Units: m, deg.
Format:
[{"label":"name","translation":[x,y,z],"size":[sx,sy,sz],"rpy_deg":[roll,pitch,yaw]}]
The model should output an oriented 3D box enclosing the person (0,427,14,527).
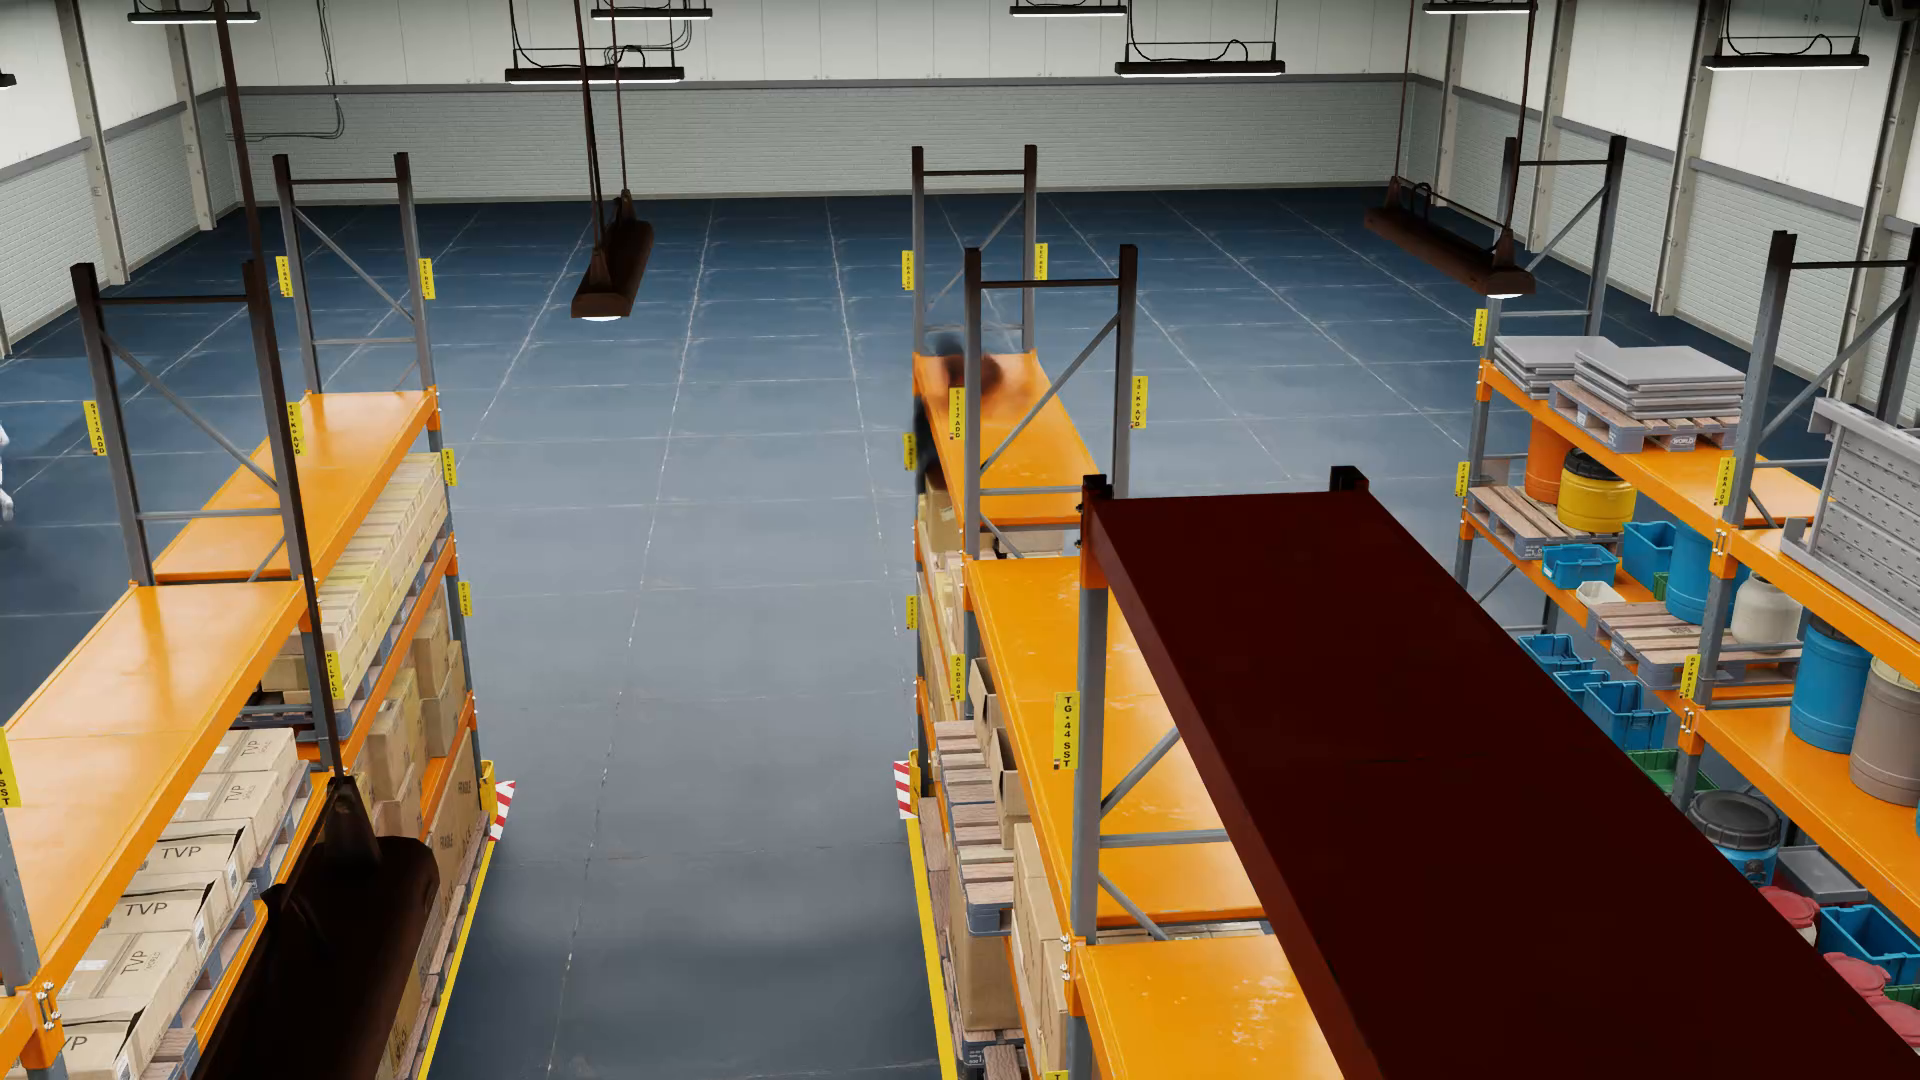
[{"label":"person","translation":[-12.736,-0.943,21.687],"size":[0.756,1.743,0.710],"rpy_deg":[17,27,37]}]
